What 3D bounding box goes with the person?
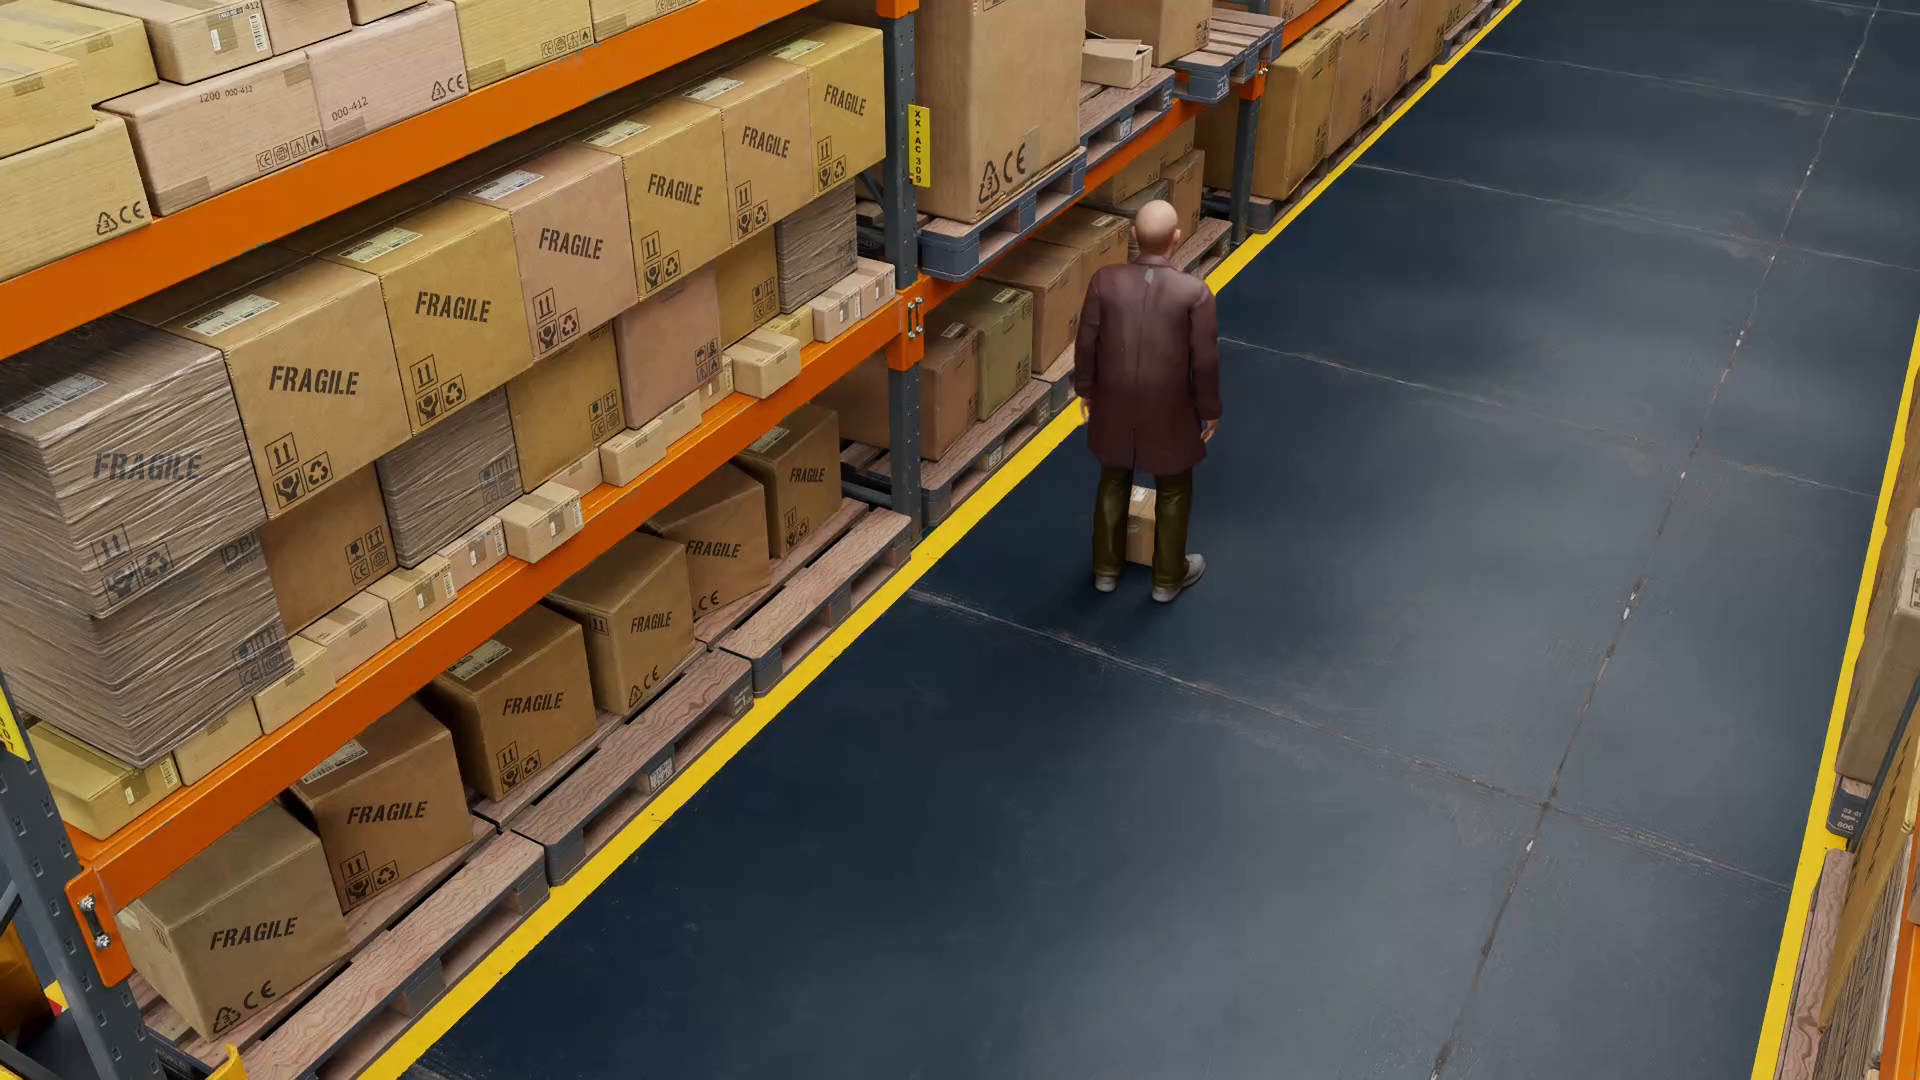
[{"bbox_3d":[0.785,-0.518,7.038,0.642,1.656,0.426,12,36,17],"label":"person"}]
